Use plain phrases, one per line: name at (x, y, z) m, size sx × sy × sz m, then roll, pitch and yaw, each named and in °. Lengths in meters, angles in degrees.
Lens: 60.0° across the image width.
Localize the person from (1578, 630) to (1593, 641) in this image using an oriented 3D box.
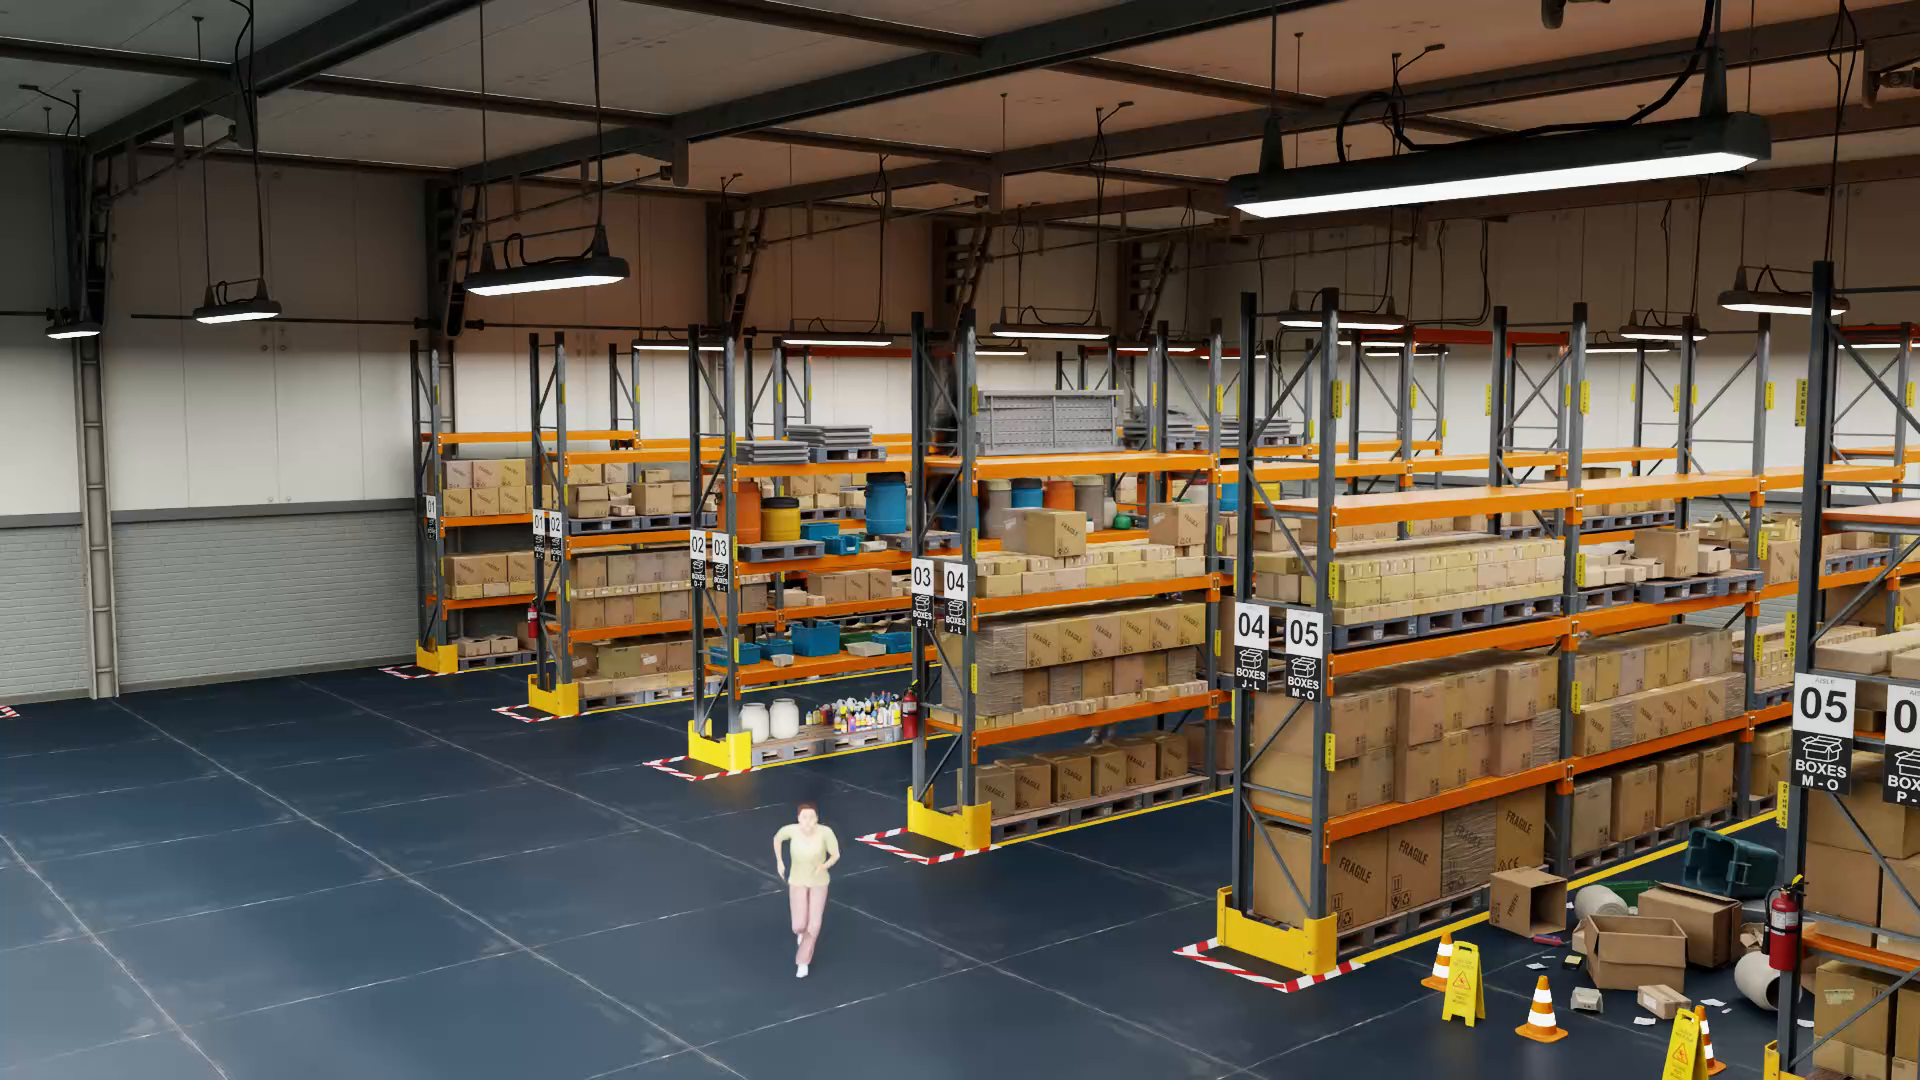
person at (9.111, 2.082, 24.379) m, size 0.723 × 1.654 × 0.625 m, roll -5°, pitch 7°, yaw -44°

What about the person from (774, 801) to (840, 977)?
person at (-1.338, 3.038, 14.570) m, size 0.571 × 1.597 × 0.675 m, roll -1°, pitch 5°, yaw -8°

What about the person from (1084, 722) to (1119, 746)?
person at (1.970, 1.896, 22.805) m, size 0.804 × 1.777 × 0.651 m, roll -5°, pitch 7°, yaw -45°
